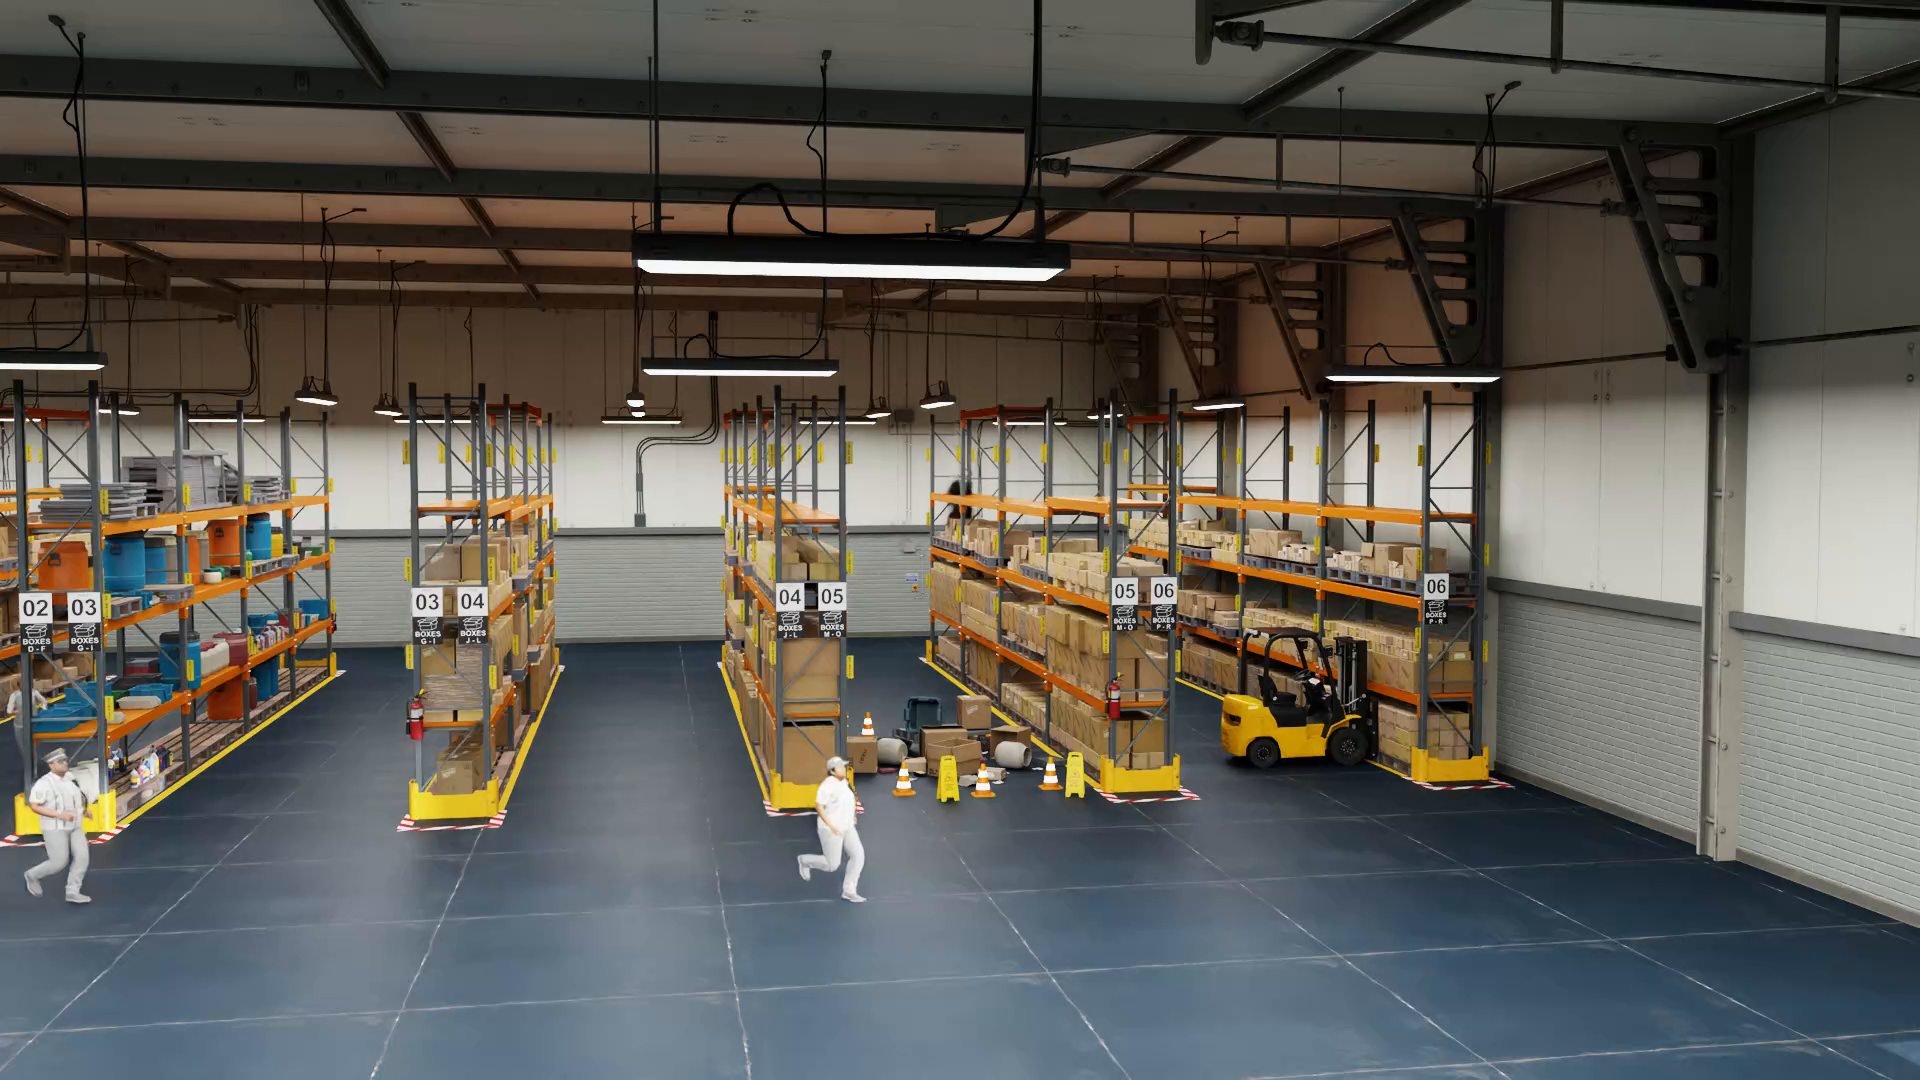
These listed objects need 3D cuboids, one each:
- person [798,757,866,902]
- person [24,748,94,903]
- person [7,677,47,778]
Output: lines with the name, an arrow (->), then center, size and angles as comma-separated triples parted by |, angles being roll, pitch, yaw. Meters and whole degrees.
person -> -1.425, 3.257, 18.794 | 0.802, 1.632, 0.602 | 2, 3, 31
person -> -10.064, 3.188, 18.603 | 0.716, 1.733, 0.669 | 1, 3, 15
person -> -14.425, 2.897, 25.697 | 0.505, 1.622, 0.686 | -1, 3, -19
